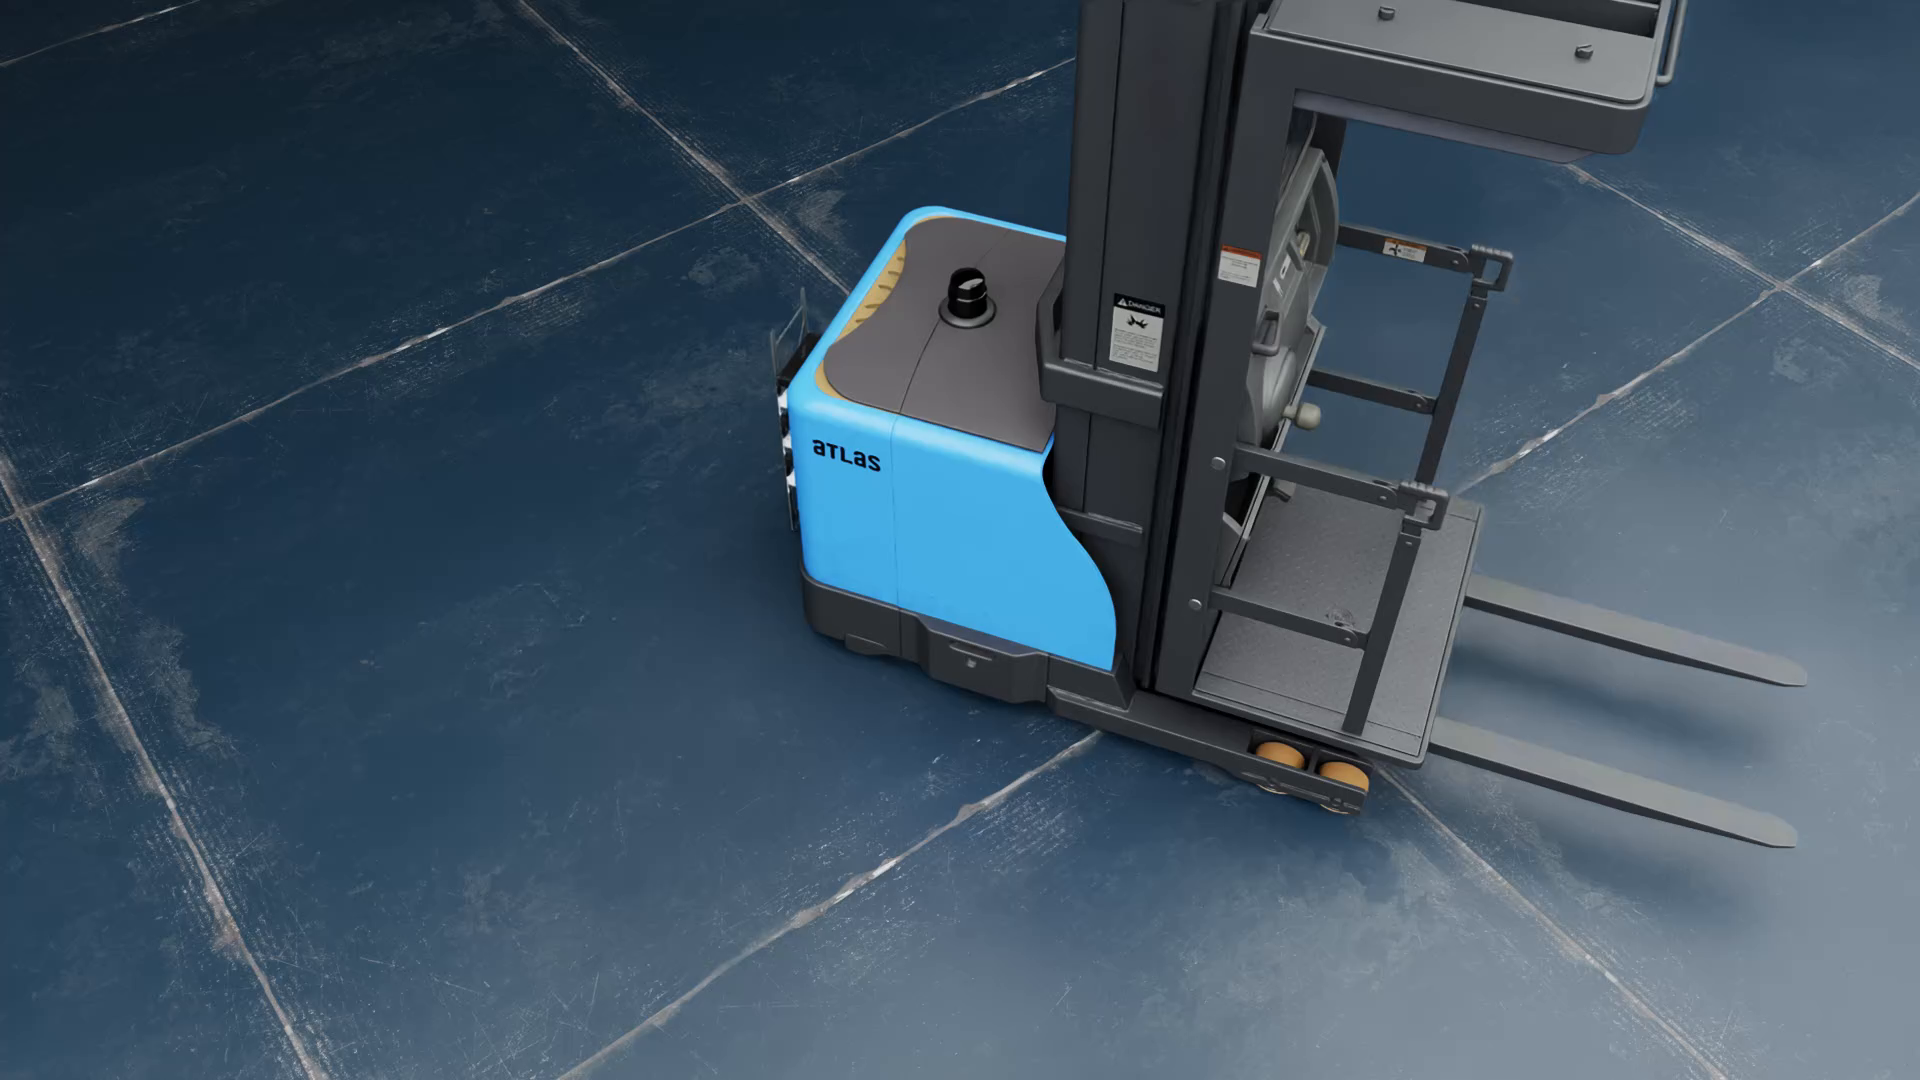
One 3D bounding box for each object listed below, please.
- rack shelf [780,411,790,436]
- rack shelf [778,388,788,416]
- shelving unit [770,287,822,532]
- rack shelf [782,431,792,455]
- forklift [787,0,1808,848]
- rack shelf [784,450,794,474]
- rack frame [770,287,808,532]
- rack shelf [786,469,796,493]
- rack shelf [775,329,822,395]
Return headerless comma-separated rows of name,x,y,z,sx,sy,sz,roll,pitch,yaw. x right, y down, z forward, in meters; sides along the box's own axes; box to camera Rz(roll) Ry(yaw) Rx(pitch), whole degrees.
rack shelf,-0.444,-0.425,5.451,0.200,0.077,0.258,16,50,14
rack shelf,-0.444,-0.486,5.385,0.200,0.077,0.258,16,50,14
shelving unit,-0.444,-0.387,5.493,0.210,0.900,0.258,16,50,14
rack shelf,-0.444,-0.365,5.518,0.200,0.077,0.258,16,50,14
forklift,1.061,-0.612,4.326,3.031,2.935,1.130,16,50,14
rack shelf,-0.444,-0.304,5.585,0.200,0.077,0.258,16,50,14
rack frame,-0.538,-0.415,5.518,0.006,0.900,0.240,16,50,14
rack shelf,-0.444,-0.244,5.651,0.200,0.077,0.258,16,50,14
rack shelf,-0.444,-0.546,5.318,0.200,0.077,0.258,16,50,14
